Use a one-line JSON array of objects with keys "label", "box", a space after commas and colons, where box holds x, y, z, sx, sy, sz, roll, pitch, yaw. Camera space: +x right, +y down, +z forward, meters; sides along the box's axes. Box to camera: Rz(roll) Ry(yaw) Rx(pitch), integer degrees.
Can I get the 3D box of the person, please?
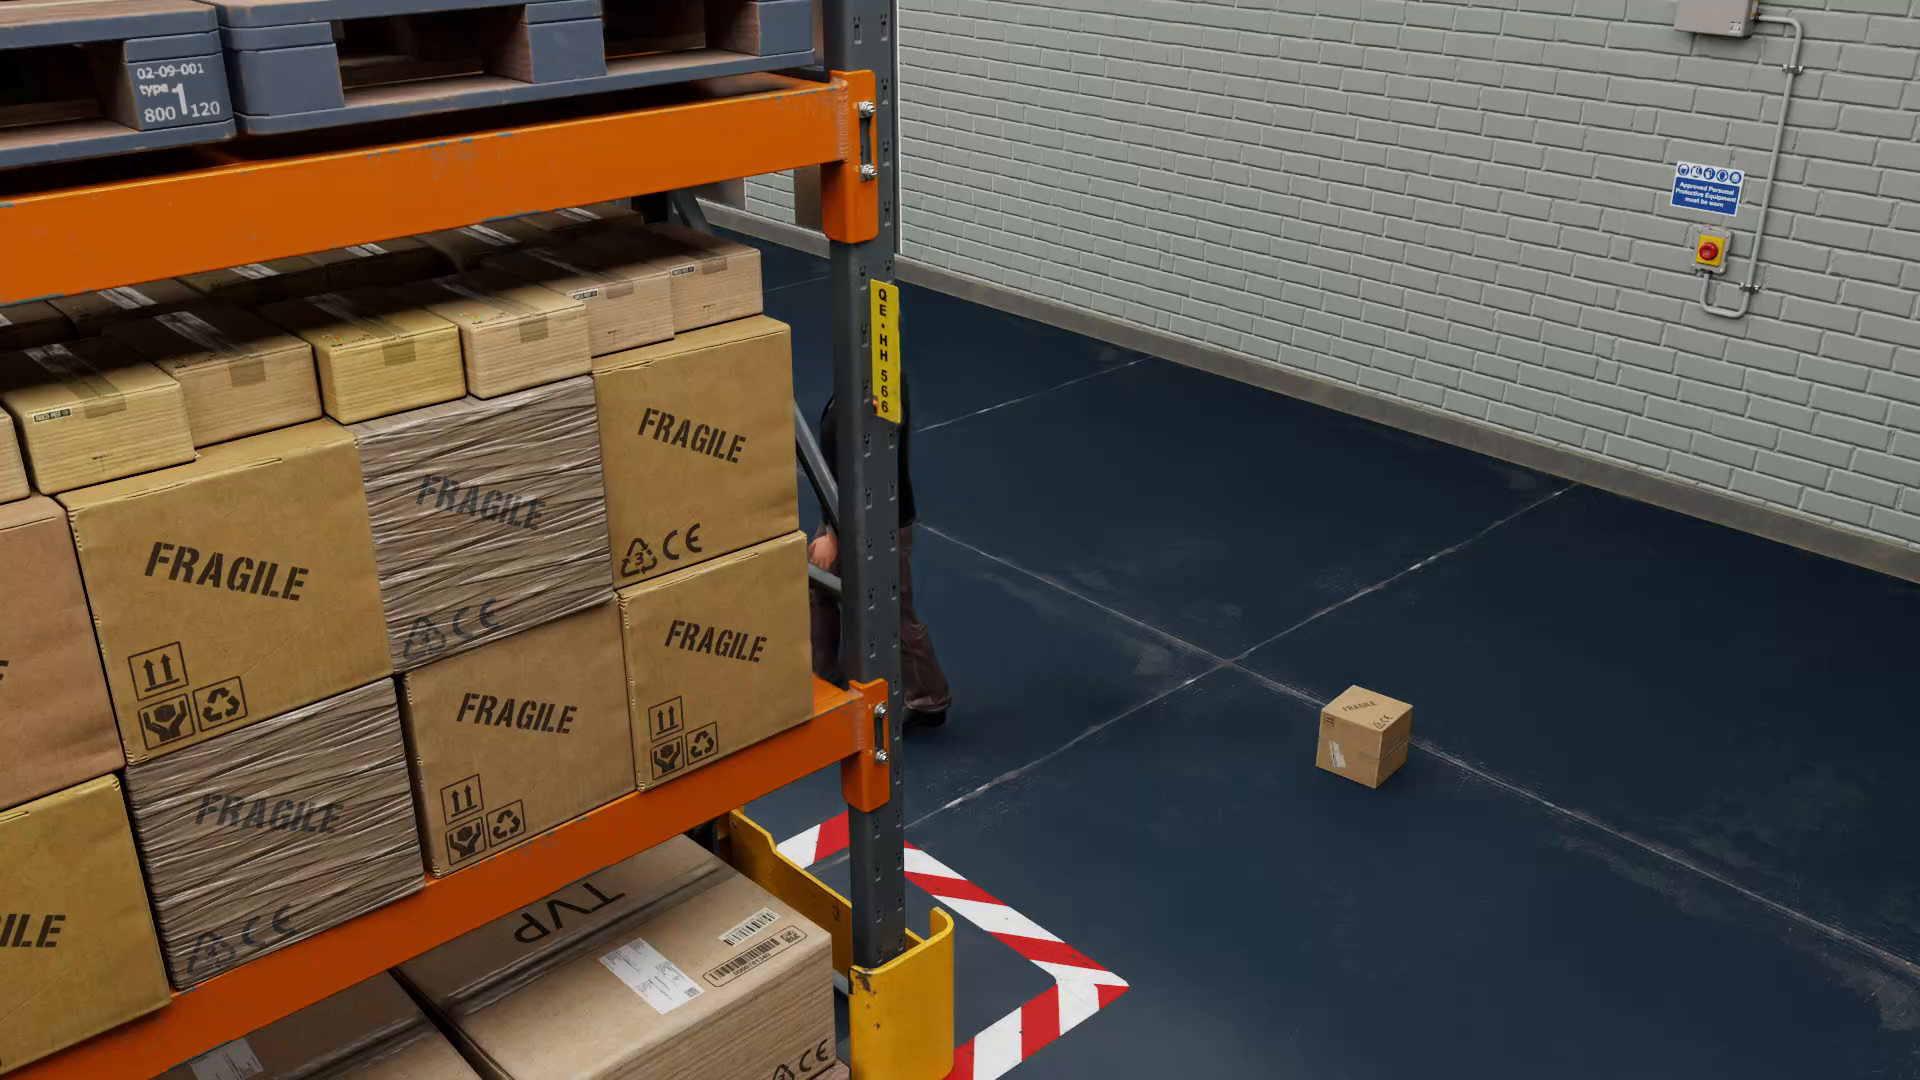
[{"label": "person", "box": [-0.388, -0.032, 6.237, 0.704, 1.773, 0.581, -3, 24, -8]}]
